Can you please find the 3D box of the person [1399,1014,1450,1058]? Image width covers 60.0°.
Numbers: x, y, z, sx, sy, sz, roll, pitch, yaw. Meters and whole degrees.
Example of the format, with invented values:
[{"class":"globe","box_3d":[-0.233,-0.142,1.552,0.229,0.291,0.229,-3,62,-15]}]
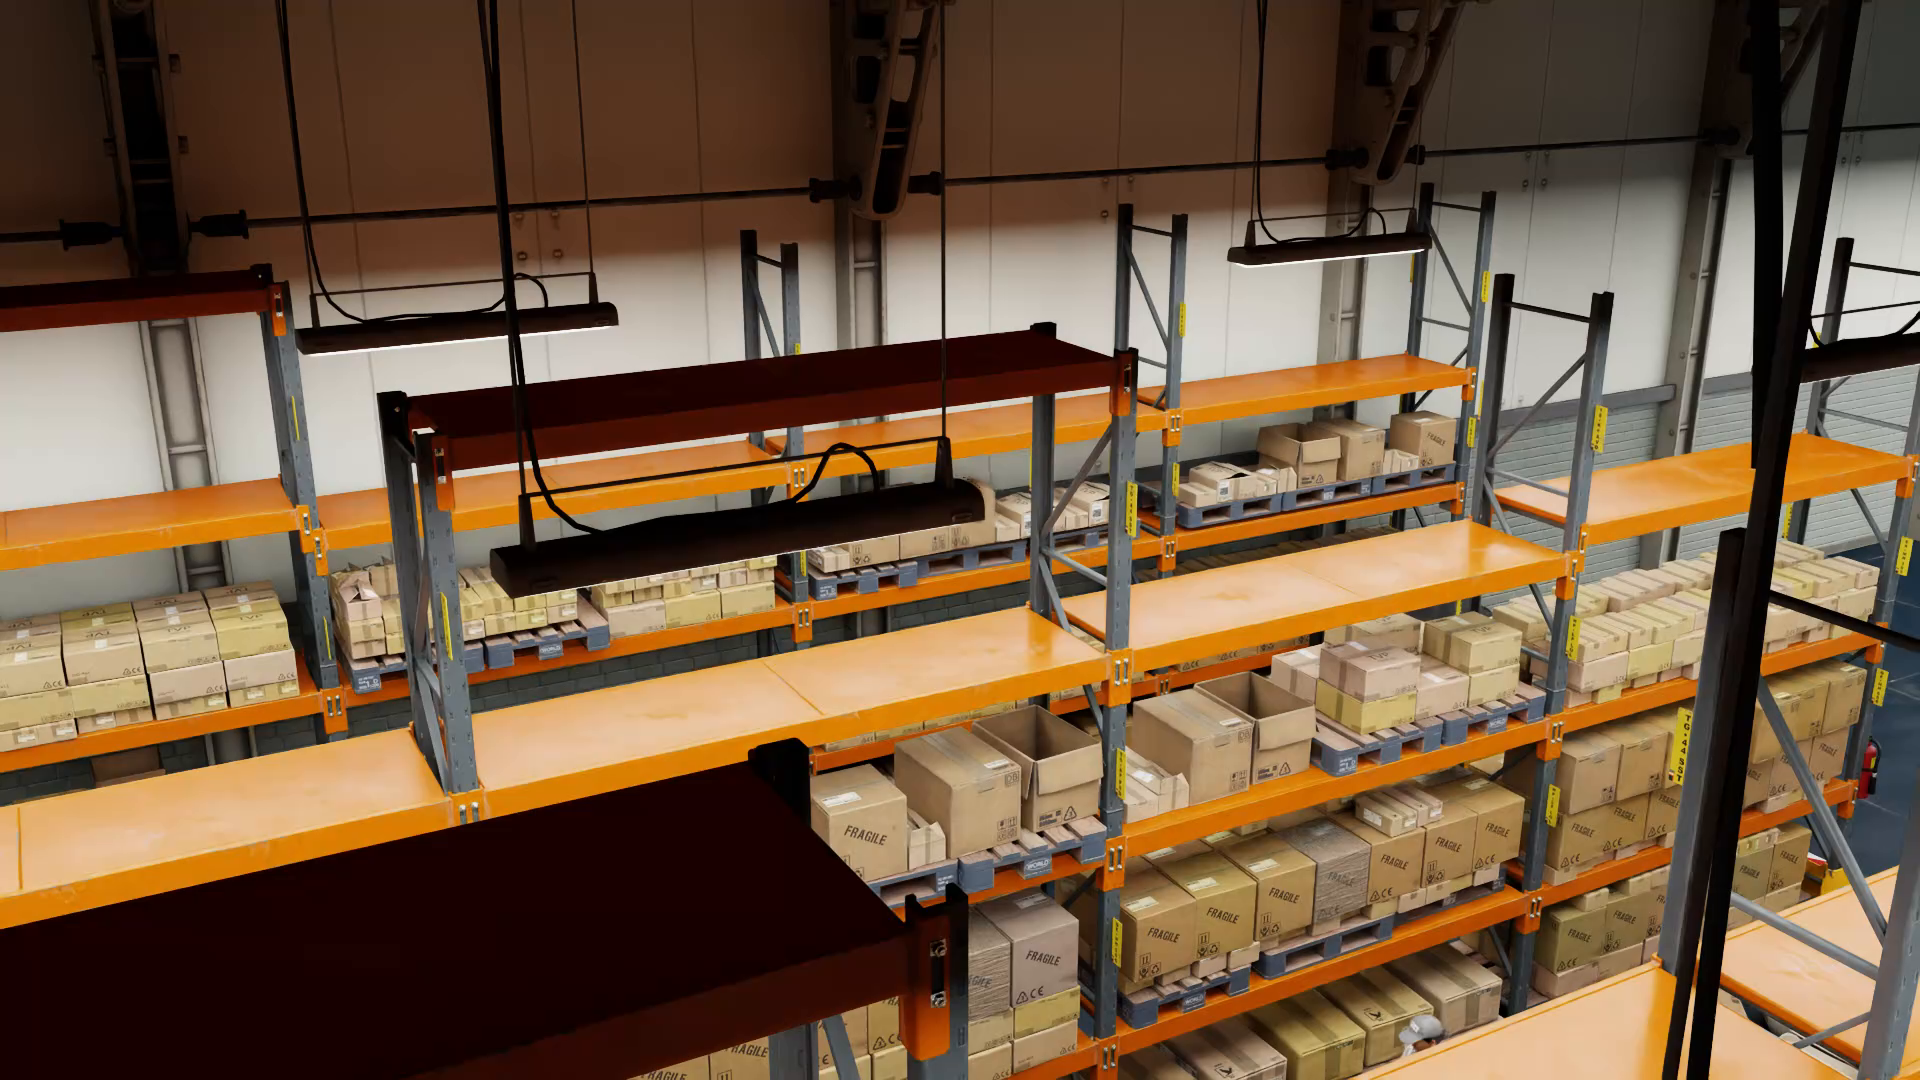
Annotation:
[{"class":"person","box_3d":[3.113,3.912,11.043,0.424,1.710,0.553,-12,22,-33]}]
